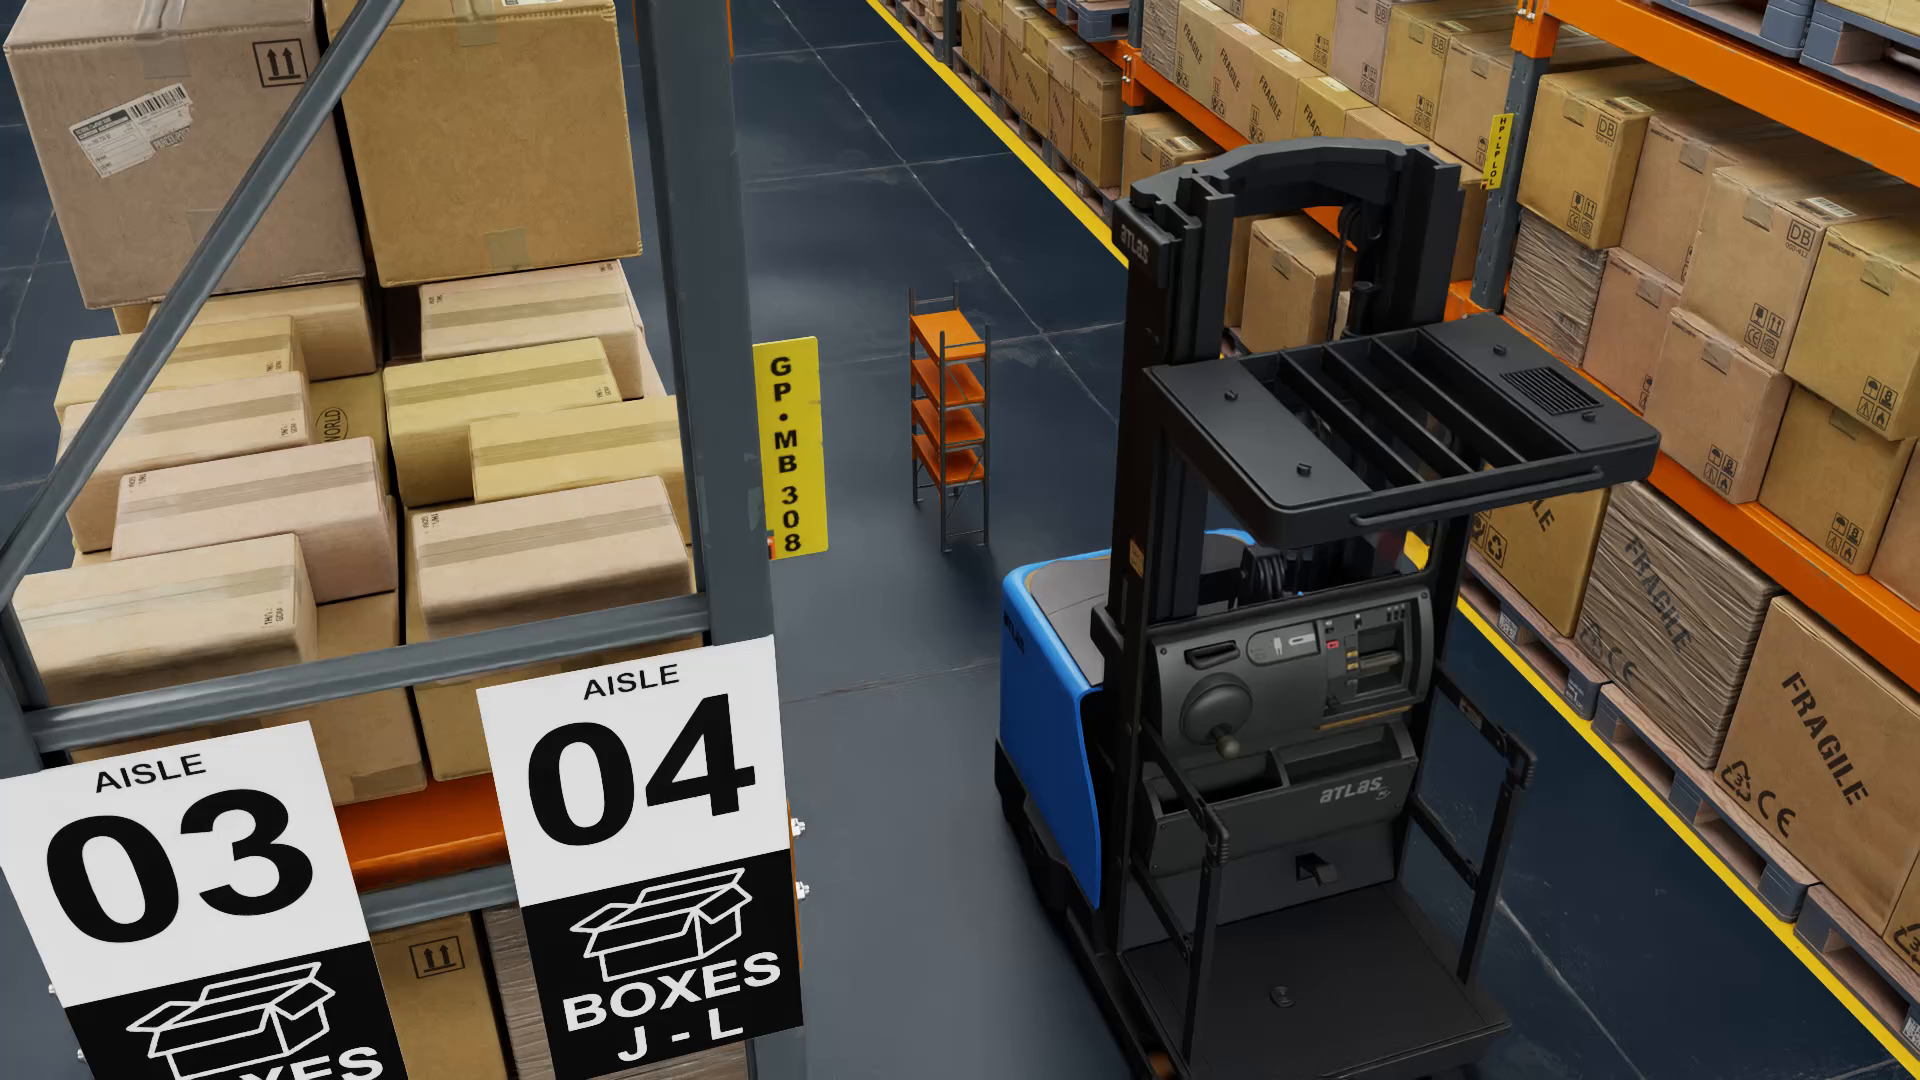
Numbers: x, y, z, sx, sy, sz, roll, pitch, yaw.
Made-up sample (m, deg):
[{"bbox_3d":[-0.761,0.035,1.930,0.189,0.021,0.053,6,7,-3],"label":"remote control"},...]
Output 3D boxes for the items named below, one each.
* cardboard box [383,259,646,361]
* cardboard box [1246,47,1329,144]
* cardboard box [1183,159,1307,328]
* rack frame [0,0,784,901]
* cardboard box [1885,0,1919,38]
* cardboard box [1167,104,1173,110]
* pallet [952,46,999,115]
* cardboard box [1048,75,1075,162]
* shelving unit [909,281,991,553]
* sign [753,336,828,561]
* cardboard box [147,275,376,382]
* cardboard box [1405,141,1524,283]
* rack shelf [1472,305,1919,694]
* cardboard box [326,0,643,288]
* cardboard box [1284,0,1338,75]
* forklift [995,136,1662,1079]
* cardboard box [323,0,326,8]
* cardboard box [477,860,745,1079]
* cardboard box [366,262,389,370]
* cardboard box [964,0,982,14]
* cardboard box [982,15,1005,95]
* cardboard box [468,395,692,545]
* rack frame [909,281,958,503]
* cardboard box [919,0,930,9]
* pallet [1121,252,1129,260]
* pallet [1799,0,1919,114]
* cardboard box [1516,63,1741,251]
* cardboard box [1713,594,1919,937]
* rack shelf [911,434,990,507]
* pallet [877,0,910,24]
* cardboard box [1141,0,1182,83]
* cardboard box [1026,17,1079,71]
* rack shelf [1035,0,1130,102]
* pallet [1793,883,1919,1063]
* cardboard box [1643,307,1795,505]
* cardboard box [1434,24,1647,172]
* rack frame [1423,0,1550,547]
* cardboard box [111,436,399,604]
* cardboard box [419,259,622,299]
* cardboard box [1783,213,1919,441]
[{"bbox_3d":[-0.958,-0.423,3.584,0.500,0.250,0.500,-10,35,-15],"label":"cardboard box"},{"bbox_3d":[1.909,-2.355,9.003,0.500,0.500,0.500,-10,35,-15],"label":"cardboard box"},{"bbox_3d":[1.938,-1.831,9.960,1.050,0.750,0.750,-9,35,-14],"label":"cardboard box"},{"bbox_3d":[-0.746,-0.910,1.464,1.000,3.000,0.127,-10,35,-15],"label":"rack frame"},{"bbox_3d":[3.039,-1.605,4.993,0.380,0.149,0.250,-10,35,-14],"label":"cardboard box"},{"bbox_3d":[1.588,-3.236,11.633,0.500,0.250,0.500,-12,35,-17],"label":"cardboard box"},{"bbox_3d":[0.587,-3.916,13.985,1.003,0.211,1.213,-10,35,-15],"label":"pallet"},{"bbox_3d":[0.963,-3.095,12.100,0.500,0.500,0.500,-9,34,-13],"label":"cardboard box"},{"bbox_3d":[-0.051,-0.587,8.051,0.258,1.200,0.503,-10,35,-15],"label":"shelving unit"},{"bbox_3d":[-0.230,-0.114,2.188,0.100,0.325,0.005,-10,35,-15],"label":"sign"},{"bbox_3d":[-1.340,-0.416,3.212,0.380,0.149,0.250,-10,35,-14],"label":"cardboard box"},{"bbox_3d":[2.374,-1.559,7.797,0.500,0.500,0.500,-10,35,-15],"label":"cardboard box"},{"bbox_3d":[3.398,0.062,6.087,1.077,0.370,4.000,-10,35,-15],"label":"rack shelf"},{"bbox_3d":[-0.942,-0.858,3.292,0.500,0.500,0.500,-10,35,-15],"label":"cardboard box"},{"bbox_3d":[2.166,-2.807,8.779,0.700,0.500,0.500,-10,35,-15],"label":"cardboard box"},{"bbox_3d":[1.095,0.461,4.894,1.130,2.935,3.031,-11,35,-16],"label":"forklift"},{"bbox_3d":[-2.015,-1.511,4.870,0.380,0.149,0.250,-12,35,-17],"label":"cardboard box"},{"bbox_3d":[-0.654,0.676,3.239,0.500,0.500,0.500,-10,35,-15],"label":"cardboard box"},{"bbox_3d":[-1.439,-0.338,3.456,0.500,0.250,0.500,-9,35,-14],"label":"cardboard box"},{"bbox_3d":[0.322,-4.501,13.547,0.500,0.250,0.500,-12,35,-17],"label":"cardboard box"},{"bbox_3d":[0.484,-3.910,13.333,0.500,0.500,0.500,-8,34,-13],"label":"cardboard box"},{"bbox_3d":[-0.597,-0.098,2.731,0.380,0.149,0.250,-9,35,-14],"label":"cardboard box"},{"bbox_3d":[-0.125,-0.716,8.245,0.240,1.200,0.015,-10,35,-15],"label":"rack frame"},{"bbox_3d":[-0.145,-4.850,14.804,0.380,0.149,0.250,-12,35,-17],"label":"cardboard box"},{"bbox_3d":[1.737,-1.798,10.780,1.003,0.211,1.213,-10,35,-15],"label":"pallet"},{"bbox_3d":[3.396,-1.432,5.055,1.003,0.211,1.213,-10,35,-15],"label":"pallet"},{"bbox_3d":[2.868,-1.602,6.837,0.875,0.550,0.550,-10,35,-15],"label":"cardboard box"},{"bbox_3d":[3.468,0.717,5.991,0.875,0.875,0.875,-11,35,-15],"label":"cardboard box"},{"bbox_3d":[-0.050,-0.366,8.197,0.258,0.148,0.480,-10,35,-15],"label":"rack shelf"},{"bbox_3d":[-0.267,-5.313,16.099,1.003,0.211,1.213,-10,35,-15],"label":"pallet"},{"bbox_3d":[1.448,-3.149,10.203,0.500,0.500,0.500,-10,35,-14],"label":"cardboard box"},{"bbox_3d":[0.805,-3.681,12.306,0.500,0.250,0.500,-9,35,-14],"label":"cardboard box"},{"bbox_3d":[0.958,-4.138,12.444,1.077,0.370,4.000,-10,35,-15],"label":"rack shelf"},{"bbox_3d":[3.690,1.569,5.684,1.003,0.211,1.213,-10,35,-15],"label":"pallet"},{"bbox_3d":[3.154,-0.571,6.257,0.875,0.550,0.550,-10,35,-15],"label":"cardboard box"},{"bbox_3d":[2.631,-2.006,7.568,0.700,0.500,0.500,-11,35,-16],"label":"cardboard box"},{"bbox_3d":[2.788,-1.288,7.478,1.000,3.000,0.127,-10,35,-15],"label":"rack frame"},{"bbox_3d":[-1.096,-0.012,2.600,0.380,0.149,0.250,-11,35,-16],"label":"cardboard box"},{"bbox_3d":[-0.877,-0.493,3.329,0.380,0.149,0.250,-10,35,-15],"label":"cardboard box"},{"bbox_3d":[3.349,-0.749,5.547,0.875,0.550,0.500,-10,35,-15],"label":"cardboard box"}]
